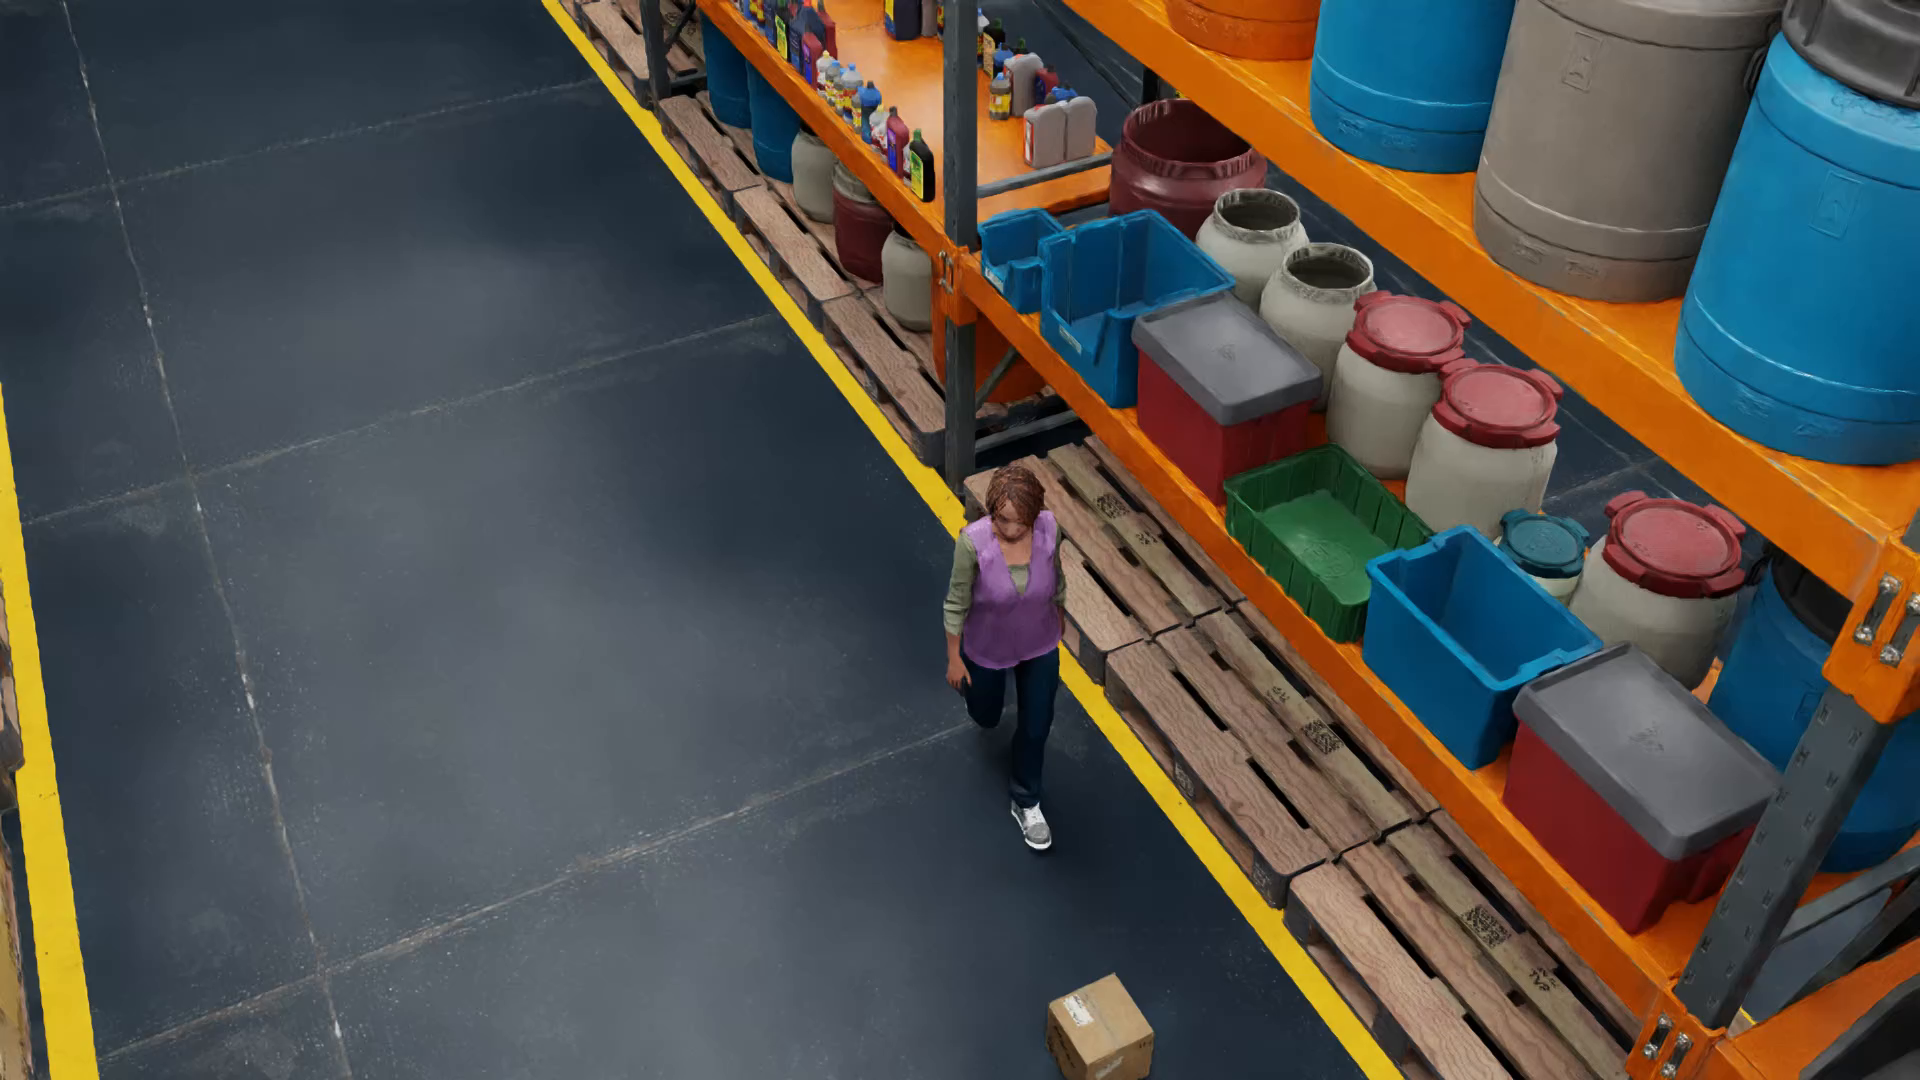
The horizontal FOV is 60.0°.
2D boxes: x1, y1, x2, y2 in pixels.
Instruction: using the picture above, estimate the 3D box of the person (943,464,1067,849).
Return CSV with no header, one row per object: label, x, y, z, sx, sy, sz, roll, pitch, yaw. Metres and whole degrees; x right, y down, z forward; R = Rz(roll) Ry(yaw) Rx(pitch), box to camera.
person,0.155,0.316,5.809,0.467,1.561,0.797,-10,43,-11
